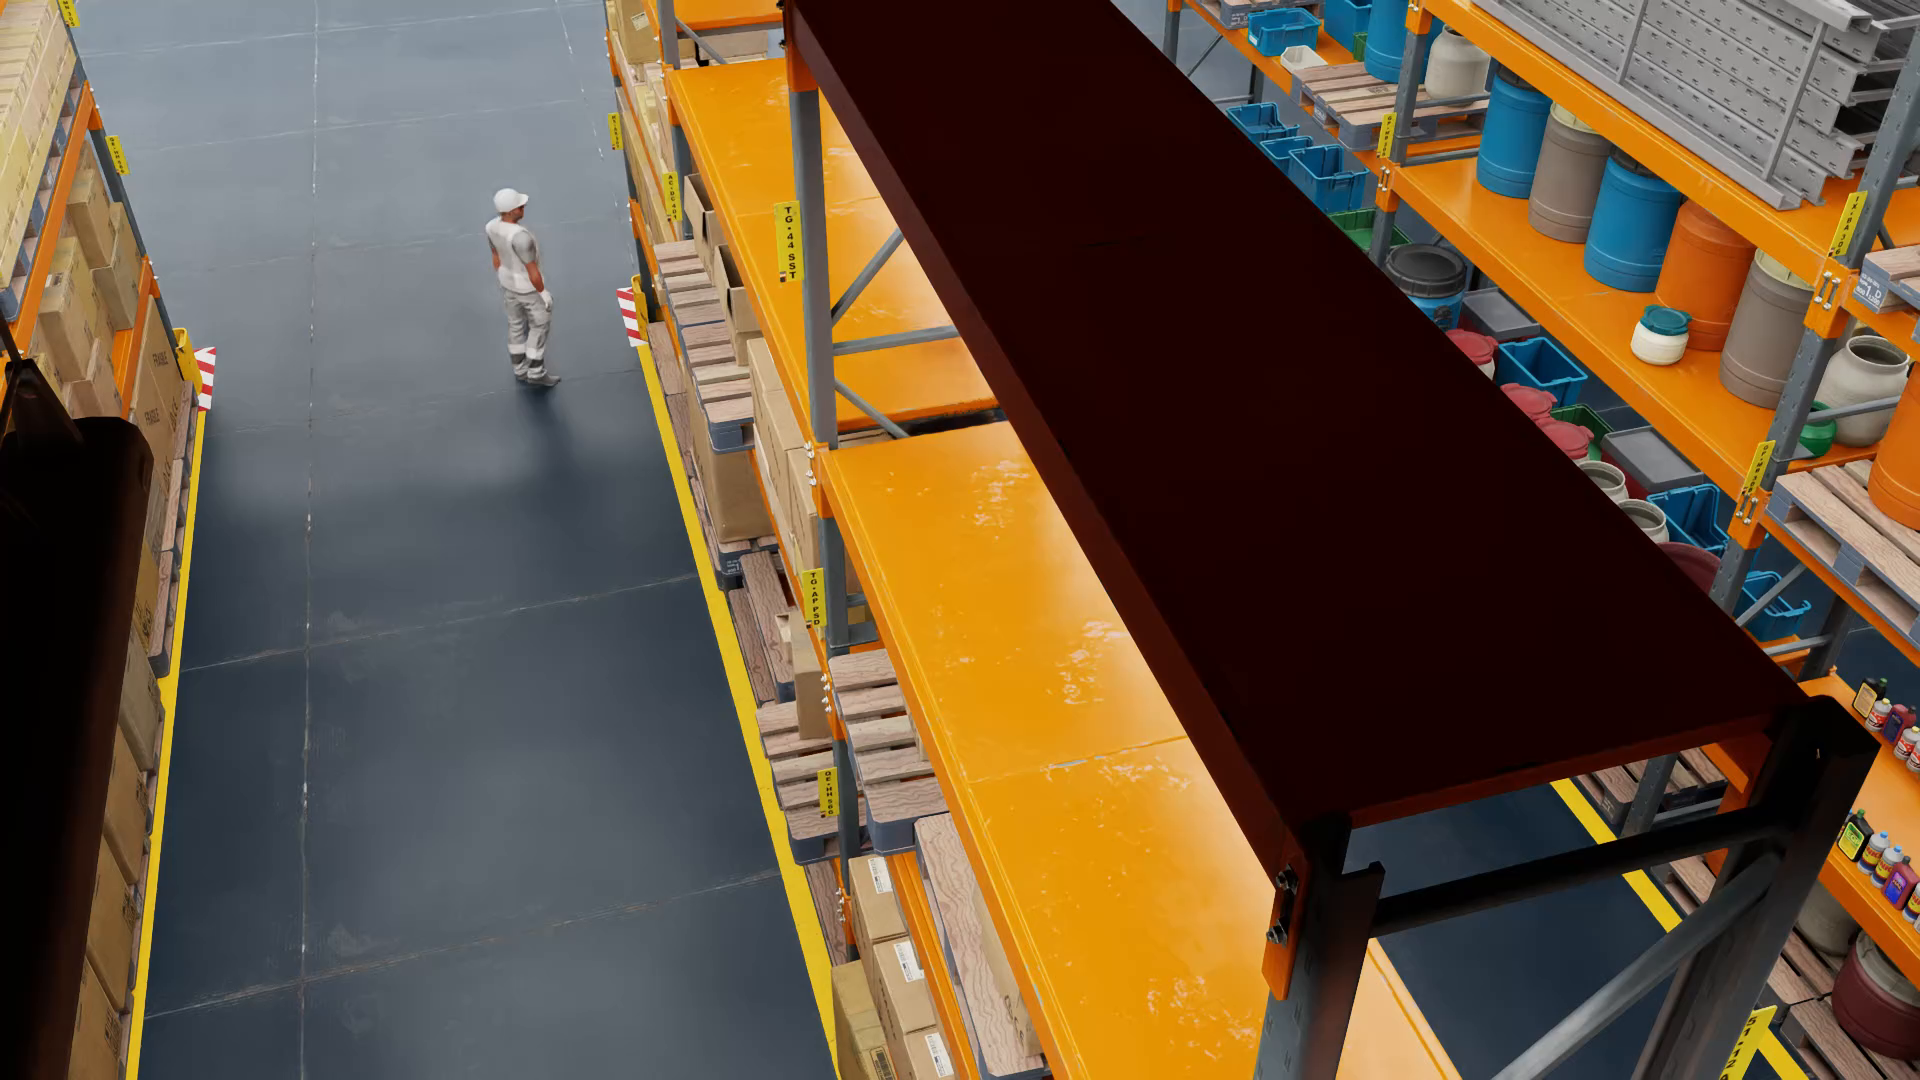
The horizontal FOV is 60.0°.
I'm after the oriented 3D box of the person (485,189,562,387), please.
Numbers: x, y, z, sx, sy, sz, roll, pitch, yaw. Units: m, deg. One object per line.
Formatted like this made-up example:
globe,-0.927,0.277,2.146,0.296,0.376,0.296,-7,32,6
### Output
person,-3.723,-2.137,14.087,0.661,1.822,0.356,27,46,30
